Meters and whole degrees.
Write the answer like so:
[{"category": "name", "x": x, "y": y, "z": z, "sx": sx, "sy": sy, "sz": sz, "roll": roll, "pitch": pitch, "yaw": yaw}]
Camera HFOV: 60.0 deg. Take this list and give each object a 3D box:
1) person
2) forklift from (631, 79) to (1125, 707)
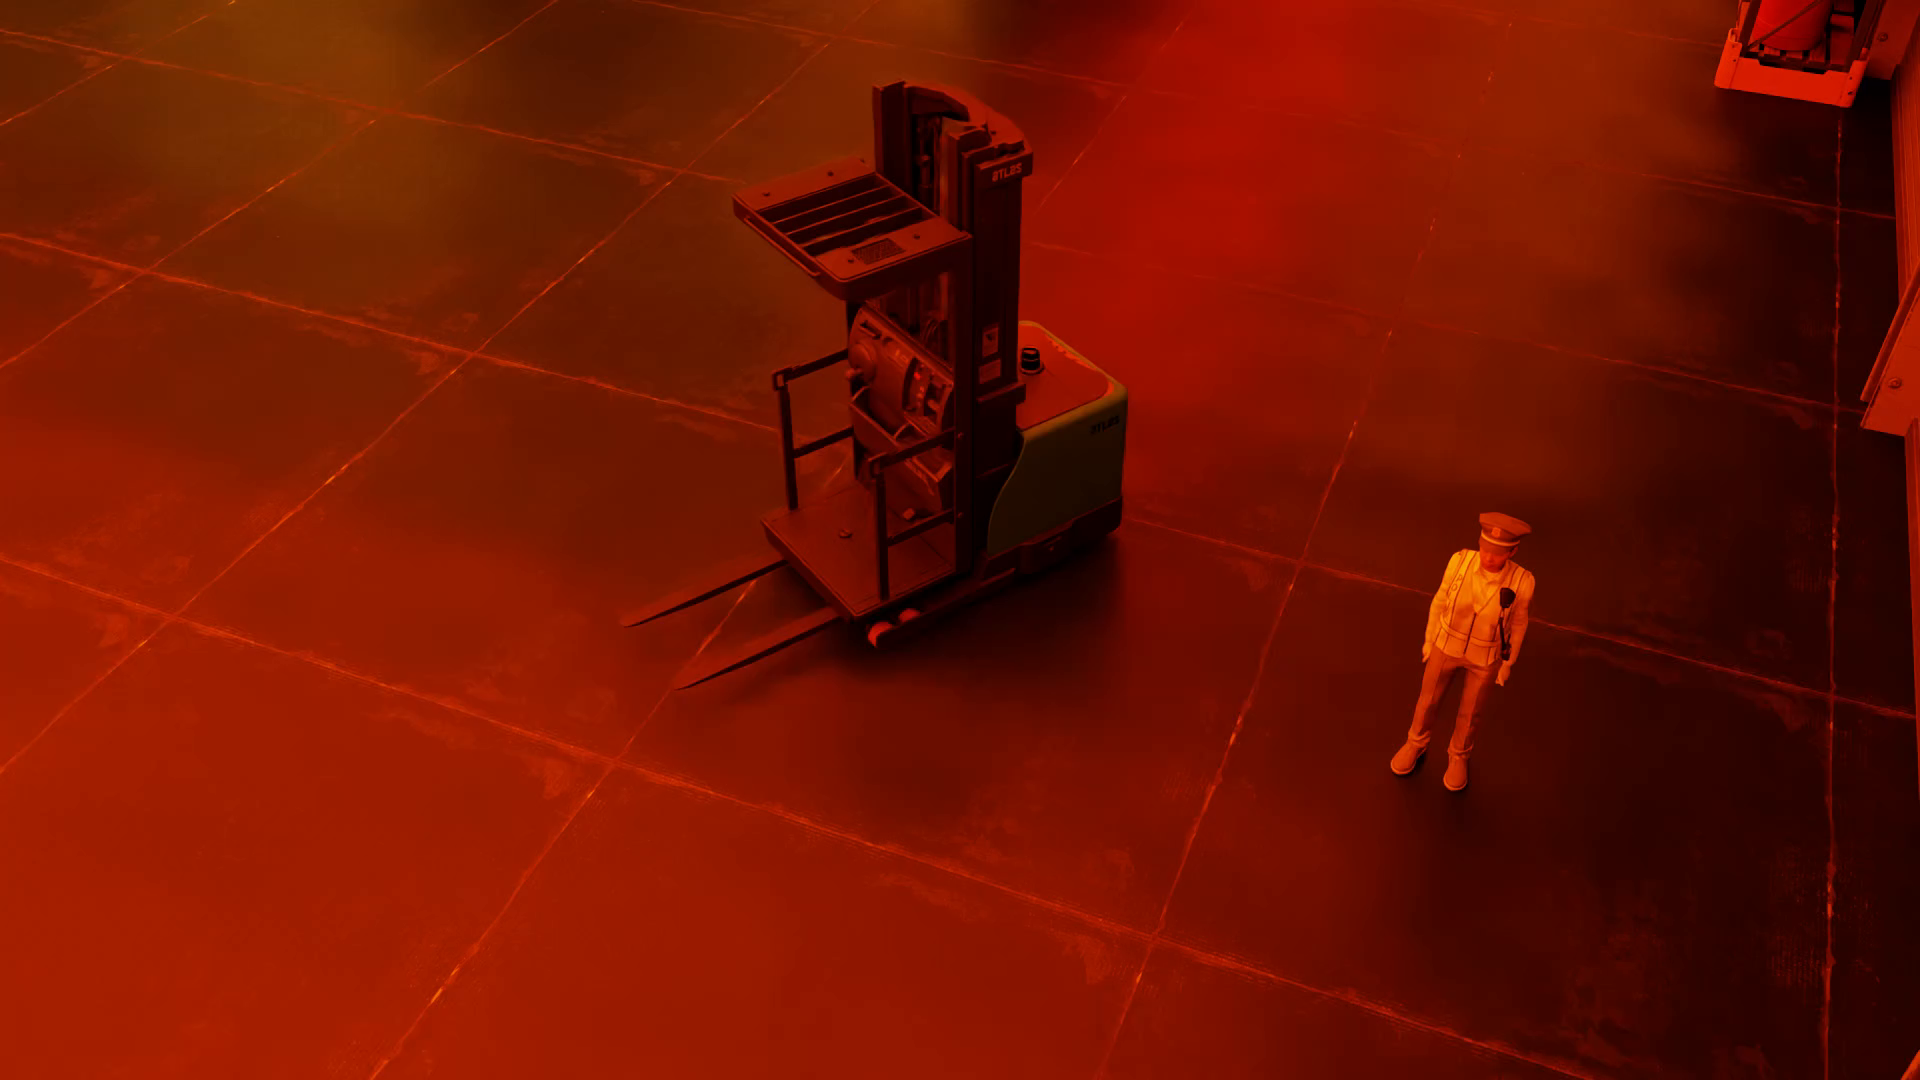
[{"category": "person", "x": 2.544, "y": 0.556, "z": 8.313, "sx": 0.461, "sy": 1.693, "sz": 0.341, "roll": 18, "pitch": 43, "yaw": 20}, {"category": "forklift", "x": -0.466, "y": -0.853, "z": 9.025, "sx": 3.031, "sy": 2.935, "sz": 1.130, "roll": -29, "pitch": 48, "yaw": -30}]
